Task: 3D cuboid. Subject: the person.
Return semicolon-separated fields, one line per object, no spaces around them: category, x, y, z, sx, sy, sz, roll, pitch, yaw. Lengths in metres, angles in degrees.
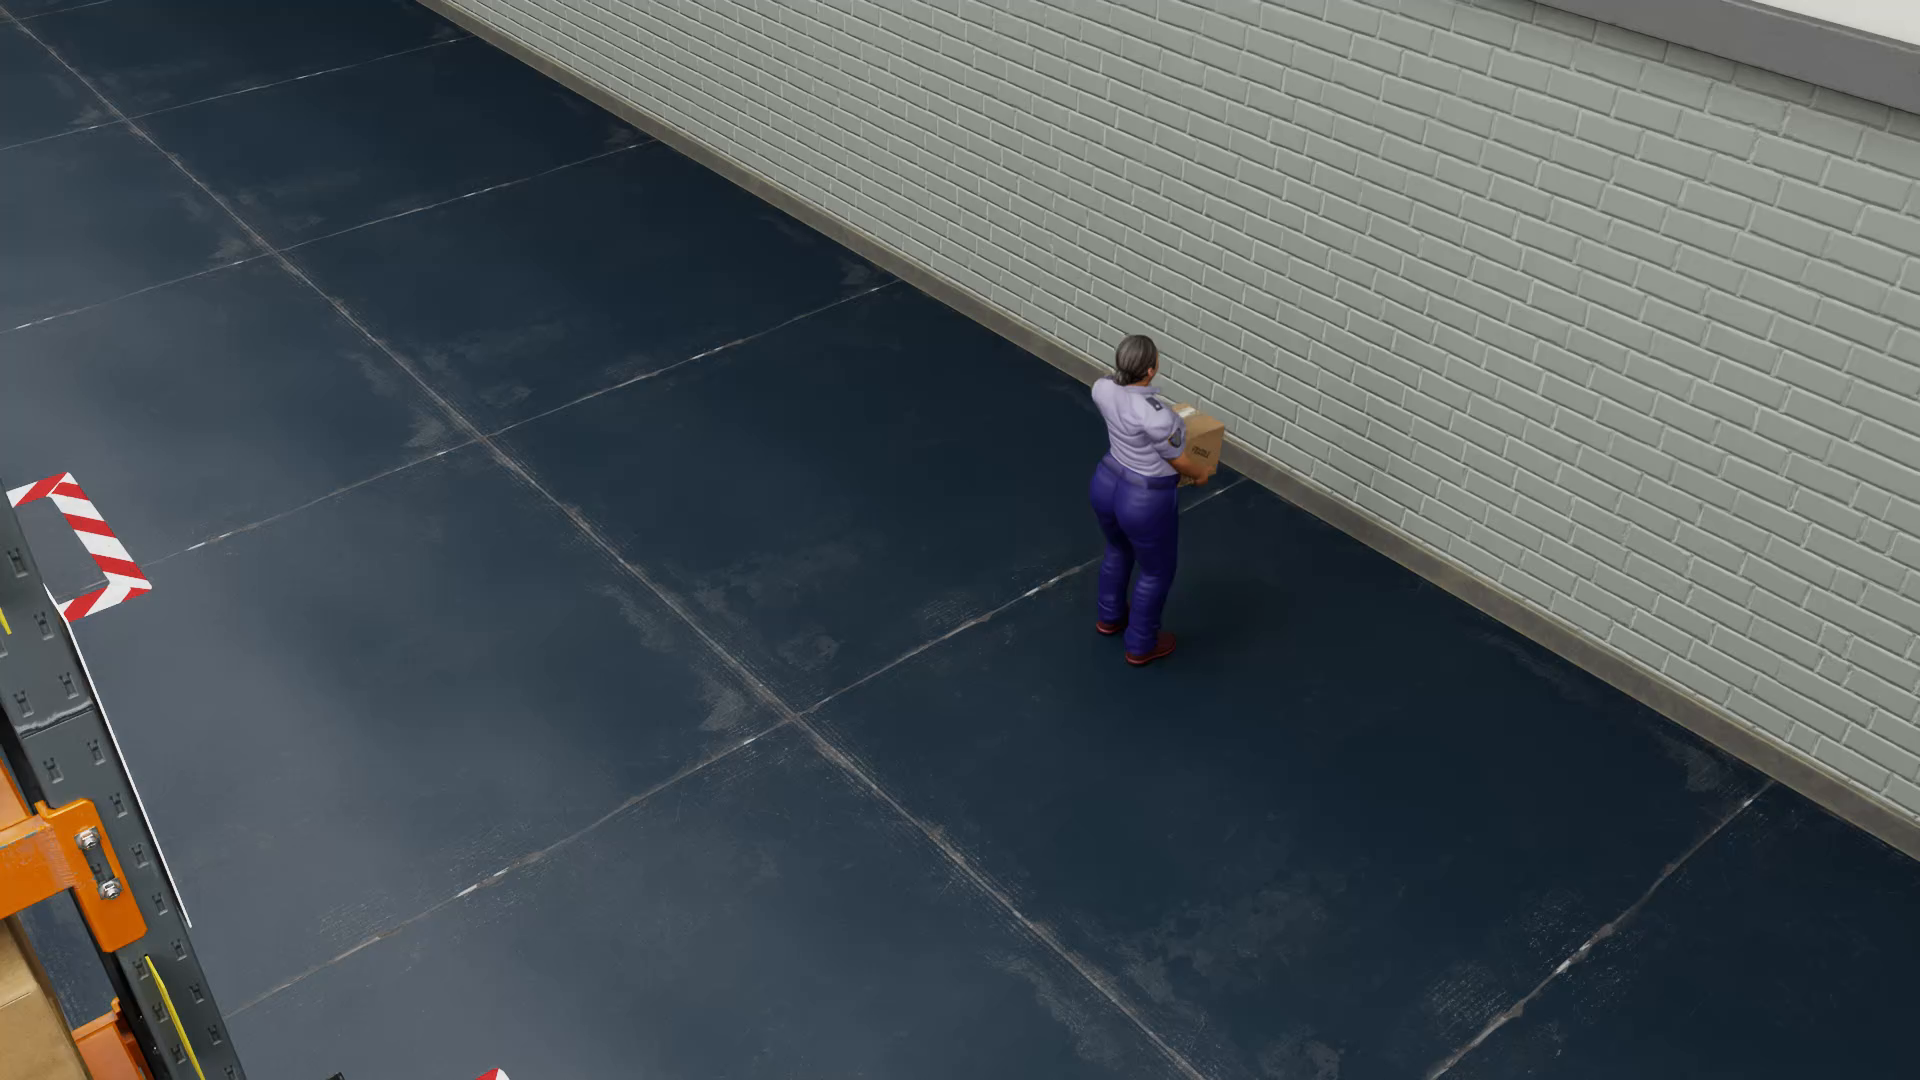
person;0.842;-0.220;7.400;0.521;1.641;0.451;-26;43;-31
